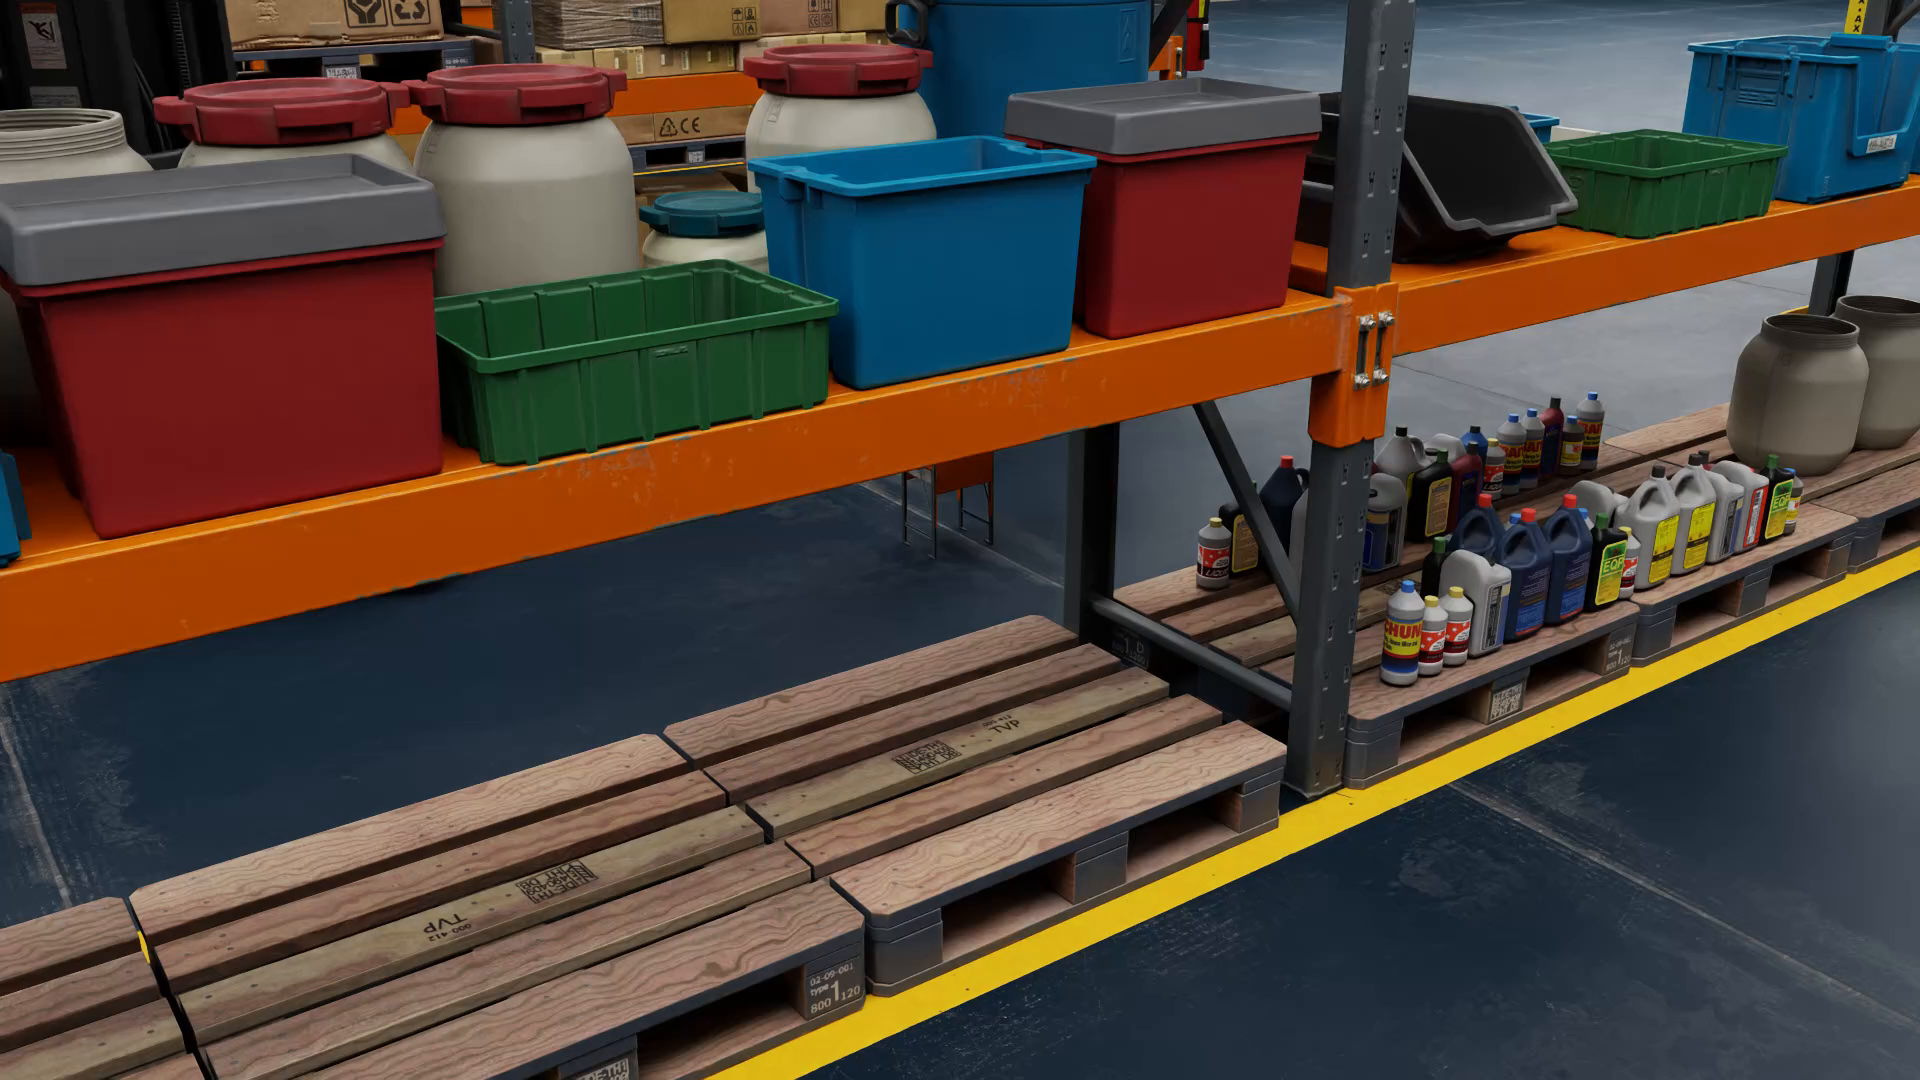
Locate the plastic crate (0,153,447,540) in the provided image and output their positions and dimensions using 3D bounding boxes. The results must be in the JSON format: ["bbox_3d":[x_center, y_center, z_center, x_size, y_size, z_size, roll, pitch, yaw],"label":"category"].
[{"bbox_3d":[-1.113,-0.311,2.543,0.583,0.464,0.402,-15,26,-33],"label":"plastic crate"}]

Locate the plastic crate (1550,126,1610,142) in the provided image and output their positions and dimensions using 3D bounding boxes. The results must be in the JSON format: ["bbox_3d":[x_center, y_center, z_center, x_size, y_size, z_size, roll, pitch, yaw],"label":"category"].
[{"bbox_3d":[1.814,-1.195,5.200,0.437,0.136,0.530,-15,26,-33],"label":"plastic crate"}]

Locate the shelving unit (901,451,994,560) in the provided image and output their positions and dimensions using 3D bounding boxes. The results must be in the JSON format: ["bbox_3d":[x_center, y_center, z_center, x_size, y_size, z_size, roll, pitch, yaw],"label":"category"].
[{"bbox_3d":[-0.043,-0.476,5.673,0.252,1.050,0.215,-15,26,-33],"label":"shelving unit"}]

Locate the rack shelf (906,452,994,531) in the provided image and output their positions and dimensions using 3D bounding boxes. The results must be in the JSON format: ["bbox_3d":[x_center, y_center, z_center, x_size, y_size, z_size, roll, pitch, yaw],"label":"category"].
[{"bbox_3d":[-0.043,-0.208,5.780,0.240,0.259,0.215,-15,26,-33],"label":"rack shelf"}]

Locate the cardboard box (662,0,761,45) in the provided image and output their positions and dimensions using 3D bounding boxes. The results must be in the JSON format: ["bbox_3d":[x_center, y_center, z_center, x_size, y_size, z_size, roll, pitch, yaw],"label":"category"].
[{"bbox_3d":[-1.421,-2.741,8.182,0.500,0.500,0.875,-15,26,-33],"label":"cardboard box"}]

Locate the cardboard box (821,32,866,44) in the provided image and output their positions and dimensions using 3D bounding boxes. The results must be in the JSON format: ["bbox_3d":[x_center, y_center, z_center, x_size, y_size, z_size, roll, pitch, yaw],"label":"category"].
[{"bbox_3d":[-0.689,-2.548,8.573,0.250,0.149,0.380,-15,26,-33],"label":"cardboard box"}]

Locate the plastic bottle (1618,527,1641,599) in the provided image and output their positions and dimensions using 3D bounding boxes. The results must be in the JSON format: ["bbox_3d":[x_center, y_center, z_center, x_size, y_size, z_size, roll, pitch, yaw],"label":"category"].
[{"bbox_3d":[1.938,0.061,4.879,0.097,0.201,0.097,0,22,0],"label":"plastic bottle"}]

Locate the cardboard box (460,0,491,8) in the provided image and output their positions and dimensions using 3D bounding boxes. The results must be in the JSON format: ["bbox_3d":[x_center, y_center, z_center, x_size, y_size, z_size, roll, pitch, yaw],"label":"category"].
[{"bbox_3d":[-3.831,-4.254,12.308,0.550,0.550,0.875,-15,26,-33],"label":"cardboard box"}]

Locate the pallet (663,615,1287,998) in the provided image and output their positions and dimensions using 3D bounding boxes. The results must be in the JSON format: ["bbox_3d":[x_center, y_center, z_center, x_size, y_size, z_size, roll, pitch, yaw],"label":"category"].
[{"bbox_3d":[0.029,0.587,4.141,1.213,0.211,1.003,-15,26,-33],"label":"pallet"}]

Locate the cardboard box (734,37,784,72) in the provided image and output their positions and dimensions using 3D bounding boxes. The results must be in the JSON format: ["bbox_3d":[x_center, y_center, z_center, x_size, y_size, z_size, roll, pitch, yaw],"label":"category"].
[{"bbox_3d":[-1.077,-2.431,8.279,0.250,0.149,0.380,-15,26,-33],"label":"cardboard box"}]

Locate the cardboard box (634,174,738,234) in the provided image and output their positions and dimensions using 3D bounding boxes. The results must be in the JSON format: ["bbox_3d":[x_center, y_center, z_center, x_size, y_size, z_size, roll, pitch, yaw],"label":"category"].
[{"bbox_3d":[-1.441,-1.615,8.702,0.500,0.500,0.500,-7,23,-16],"label":"cardboard box"}]

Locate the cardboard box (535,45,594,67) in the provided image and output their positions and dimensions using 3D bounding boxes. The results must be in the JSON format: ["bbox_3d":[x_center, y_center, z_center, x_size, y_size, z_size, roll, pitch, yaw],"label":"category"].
[{"bbox_3d":[-1.899,-2.219,7.750,0.250,0.149,0.380,-15,26,-33],"label":"cardboard box"}]

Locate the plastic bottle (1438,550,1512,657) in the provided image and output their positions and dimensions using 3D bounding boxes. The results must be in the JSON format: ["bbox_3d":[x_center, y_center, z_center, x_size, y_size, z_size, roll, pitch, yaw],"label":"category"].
[{"bbox_3d":[1.405,0.156,4.541,0.135,0.276,0.152,-14,26,-31],"label":"plastic bottle"}]

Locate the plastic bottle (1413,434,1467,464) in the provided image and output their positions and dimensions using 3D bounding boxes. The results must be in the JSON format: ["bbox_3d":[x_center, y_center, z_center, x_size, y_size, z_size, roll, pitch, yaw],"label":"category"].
[{"bbox_3d":[1.550,-0.201,5.433,0.135,0.276,0.152,-14,26,-32],"label":"plastic bottle"}]

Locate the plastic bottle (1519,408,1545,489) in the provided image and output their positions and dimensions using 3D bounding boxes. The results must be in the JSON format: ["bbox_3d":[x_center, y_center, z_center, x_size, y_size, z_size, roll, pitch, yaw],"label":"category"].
[{"bbox_3d":[1.959,-0.320,5.738,0.097,0.271,0.097,0,22,0],"label":"plastic bottle"}]

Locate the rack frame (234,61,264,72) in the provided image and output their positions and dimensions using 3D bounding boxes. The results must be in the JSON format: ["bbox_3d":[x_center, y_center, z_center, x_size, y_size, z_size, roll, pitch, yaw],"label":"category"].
[{"bbox_3d":[-5.064,-3.894,11.608,0.127,3.000,1.000,-15,26,-33],"label":"rack frame"}]

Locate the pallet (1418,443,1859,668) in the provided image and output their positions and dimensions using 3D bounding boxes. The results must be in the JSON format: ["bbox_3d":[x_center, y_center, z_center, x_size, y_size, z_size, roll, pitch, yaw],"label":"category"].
[{"bbox_3d":[2.204,0.007,5.594,1.213,0.211,1.003,-15,26,-33],"label":"pallet"}]

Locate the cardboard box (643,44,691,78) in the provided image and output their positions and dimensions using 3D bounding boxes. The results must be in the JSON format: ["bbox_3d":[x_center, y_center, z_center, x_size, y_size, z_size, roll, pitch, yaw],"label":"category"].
[{"bbox_3d":[-1.502,-2.332,8.032,0.250,0.149,0.380,-15,26,-33],"label":"cardboard box"}]

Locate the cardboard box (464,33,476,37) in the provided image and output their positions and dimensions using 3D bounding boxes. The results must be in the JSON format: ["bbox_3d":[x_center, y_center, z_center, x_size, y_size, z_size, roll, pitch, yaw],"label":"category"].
[{"bbox_3d":[-3.783,-3.414,12.704,0.875,0.875,0.875,-15,26,-32],"label":"cardboard box"}]

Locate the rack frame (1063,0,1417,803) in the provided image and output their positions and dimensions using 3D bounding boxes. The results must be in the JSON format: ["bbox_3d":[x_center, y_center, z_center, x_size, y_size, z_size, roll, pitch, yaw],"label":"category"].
[{"bbox_3d":[0.644,-0.890,4.079,0.127,3.000,1.000,-15,26,-33],"label":"rack frame"}]

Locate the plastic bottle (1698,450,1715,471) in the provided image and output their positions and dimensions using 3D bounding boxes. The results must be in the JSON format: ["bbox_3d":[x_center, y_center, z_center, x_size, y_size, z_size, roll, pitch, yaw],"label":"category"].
[{"bbox_3d":[2.372,-0.155,5.308,0.133,0.283,0.061,-15,26,-33],"label":"plastic bottle"}]

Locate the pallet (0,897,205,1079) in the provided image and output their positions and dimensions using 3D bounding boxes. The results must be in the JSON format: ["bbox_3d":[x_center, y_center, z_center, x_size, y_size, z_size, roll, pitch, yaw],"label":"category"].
[{"bbox_3d":[-1.952,1.115,2.817,1.213,0.211,1.003,-15,26,-33],"label":"pallet"}]

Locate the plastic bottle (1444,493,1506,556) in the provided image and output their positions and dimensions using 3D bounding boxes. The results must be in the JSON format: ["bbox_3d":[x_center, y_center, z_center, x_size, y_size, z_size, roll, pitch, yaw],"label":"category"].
[{"bbox_3d":[1.457,0.043,4.722,0.185,0.351,0.144,-15,26,-33],"label":"plastic bottle"}]

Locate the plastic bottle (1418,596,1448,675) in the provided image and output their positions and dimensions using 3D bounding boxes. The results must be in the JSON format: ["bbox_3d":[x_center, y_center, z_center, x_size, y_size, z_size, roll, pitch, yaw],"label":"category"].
[{"bbox_3d":[1.241,0.246,4.414,0.097,0.201,0.097,0,22,0],"label":"plastic bottle"}]

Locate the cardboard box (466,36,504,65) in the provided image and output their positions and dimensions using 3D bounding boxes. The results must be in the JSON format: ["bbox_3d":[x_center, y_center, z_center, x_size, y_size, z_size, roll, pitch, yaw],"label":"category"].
[{"bbox_3d":[-2.246,-2.398,8.198,0.250,0.149,0.380,-15,26,-33],"label":"cardboard box"}]

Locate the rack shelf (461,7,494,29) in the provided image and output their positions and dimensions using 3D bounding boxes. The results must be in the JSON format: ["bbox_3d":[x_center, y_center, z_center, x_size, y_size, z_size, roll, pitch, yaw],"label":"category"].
[{"bbox_3d":[-3.440,-3.993,12.826,4.000,0.370,1.077,-15,26,-33],"label":"rack shelf"}]

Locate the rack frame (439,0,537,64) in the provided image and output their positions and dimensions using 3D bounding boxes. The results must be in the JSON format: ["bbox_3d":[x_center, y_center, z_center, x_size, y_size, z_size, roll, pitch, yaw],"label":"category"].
[{"bbox_3d":[-2.249,-2.380,7.813,0.127,3.000,1.000,-15,26,-33],"label":"rack frame"}]

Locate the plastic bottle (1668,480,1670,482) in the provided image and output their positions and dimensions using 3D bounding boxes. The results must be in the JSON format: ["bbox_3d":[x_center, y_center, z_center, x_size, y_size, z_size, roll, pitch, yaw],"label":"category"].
[{"bbox_3d":[2.235,-0.088,5.252,0.097,0.201,0.097,0,22,0],"label":"plastic bottle"}]

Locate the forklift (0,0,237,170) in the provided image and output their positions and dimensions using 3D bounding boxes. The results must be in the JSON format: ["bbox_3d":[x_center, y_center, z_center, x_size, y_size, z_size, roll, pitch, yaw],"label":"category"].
[{"bbox_3d":[-3.189,-1.366,5.364,3.031,2.935,1.130,0,22,0],"label":"forklift"}]

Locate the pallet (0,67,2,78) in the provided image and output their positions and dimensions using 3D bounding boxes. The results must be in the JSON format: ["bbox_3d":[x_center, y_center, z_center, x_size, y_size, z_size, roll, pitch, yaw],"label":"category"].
[{"bbox_3d":[-3.913,-1.866,6.784,1.213,0.211,1.003,-15,26,-33],"label":"pallet"}]

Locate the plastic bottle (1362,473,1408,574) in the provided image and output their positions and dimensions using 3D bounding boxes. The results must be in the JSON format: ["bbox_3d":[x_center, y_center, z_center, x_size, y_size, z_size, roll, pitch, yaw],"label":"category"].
[{"bbox_3d":[1.261,-0.058,5.075,0.135,0.276,0.152,-15,26,-33],"label":"plastic bottle"}]

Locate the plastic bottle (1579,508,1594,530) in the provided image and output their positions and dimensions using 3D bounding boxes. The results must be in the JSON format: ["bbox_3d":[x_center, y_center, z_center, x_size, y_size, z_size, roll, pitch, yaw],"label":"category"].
[{"bbox_3d":[1.792,0.039,4.839,0.097,0.271,0.097,0,22,0],"label":"plastic bottle"}]

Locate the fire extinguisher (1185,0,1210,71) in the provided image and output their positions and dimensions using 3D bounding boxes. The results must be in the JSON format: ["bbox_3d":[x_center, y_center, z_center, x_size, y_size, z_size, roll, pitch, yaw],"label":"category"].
[{"bbox_3d":[1.360,-3.096,9.712,0.183,0.674,0.296,-15,26,-33],"label":"fire extinguisher"}]

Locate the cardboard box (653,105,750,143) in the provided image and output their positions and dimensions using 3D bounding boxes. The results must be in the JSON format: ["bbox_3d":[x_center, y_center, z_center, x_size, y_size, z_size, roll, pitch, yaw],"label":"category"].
[{"bbox_3d":[-2.329,-3.801,13.676,0.875,0.875,0.875,-15,26,-33],"label":"cardboard box"}]

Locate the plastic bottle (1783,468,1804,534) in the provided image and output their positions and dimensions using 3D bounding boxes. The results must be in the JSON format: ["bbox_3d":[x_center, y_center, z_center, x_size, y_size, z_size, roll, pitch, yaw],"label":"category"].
[{"bbox_3d":[2.656,-0.131,5.359,0.097,0.201,0.097,0,22,0],"label":"plastic bottle"}]

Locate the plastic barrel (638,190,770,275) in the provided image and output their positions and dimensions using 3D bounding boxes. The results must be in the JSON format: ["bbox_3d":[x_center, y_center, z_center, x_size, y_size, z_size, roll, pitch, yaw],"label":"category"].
[{"bbox_3d":[-0.520,-0.585,3.502,0.301,0.262,0.301,0,22,0],"label":"plastic barrel"}]

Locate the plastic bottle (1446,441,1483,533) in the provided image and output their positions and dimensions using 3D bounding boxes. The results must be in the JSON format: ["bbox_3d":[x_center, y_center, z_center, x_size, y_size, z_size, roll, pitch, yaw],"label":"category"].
[{"bbox_3d":[1.613,-0.172,5.352,0.133,0.283,0.061,-15,26,-33],"label":"plastic bottle"}]

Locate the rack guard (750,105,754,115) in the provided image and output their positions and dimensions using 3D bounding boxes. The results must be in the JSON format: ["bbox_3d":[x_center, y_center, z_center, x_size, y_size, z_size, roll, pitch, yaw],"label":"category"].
[{"bbox_3d":[-1.797,-3.604,14.254,0.348,0.500,1.175,-15,26,-33],"label":"rack guard"}]

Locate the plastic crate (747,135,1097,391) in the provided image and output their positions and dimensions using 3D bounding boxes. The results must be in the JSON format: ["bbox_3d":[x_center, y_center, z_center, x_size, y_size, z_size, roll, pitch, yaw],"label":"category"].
[{"bbox_3d":[-0.070,-0.550,3.249,0.575,0.384,0.392,-15,26,-33],"label":"plastic crate"}]

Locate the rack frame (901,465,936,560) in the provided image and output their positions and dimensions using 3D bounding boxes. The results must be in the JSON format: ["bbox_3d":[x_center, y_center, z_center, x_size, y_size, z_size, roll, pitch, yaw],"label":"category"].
[{"bbox_3d":[-0.142,-0.450,5.607,0.008,1.050,0.200,-15,26,-33],"label":"rack frame"}]

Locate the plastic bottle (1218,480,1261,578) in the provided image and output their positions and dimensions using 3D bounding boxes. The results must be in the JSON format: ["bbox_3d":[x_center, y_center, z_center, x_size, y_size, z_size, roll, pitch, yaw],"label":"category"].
[{"bbox_3d":[0.841,-0.036,5.011,0.133,0.283,0.061,-13,25,-30],"label":"plastic bottle"}]

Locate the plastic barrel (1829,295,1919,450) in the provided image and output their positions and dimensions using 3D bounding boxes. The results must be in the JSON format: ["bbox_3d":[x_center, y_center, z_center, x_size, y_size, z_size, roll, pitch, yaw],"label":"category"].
[{"bbox_3d":[3.401,-0.630,6.217,0.421,0.512,0.421,0,22,0],"label":"plastic barrel"}]

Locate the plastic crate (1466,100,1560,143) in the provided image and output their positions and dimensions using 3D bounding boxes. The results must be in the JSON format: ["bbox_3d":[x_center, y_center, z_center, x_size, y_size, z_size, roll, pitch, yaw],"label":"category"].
[{"bbox_3d":[1.383,-1.142,4.912,0.616,0.251,0.499,-15,26,-33],"label":"plastic crate"}]

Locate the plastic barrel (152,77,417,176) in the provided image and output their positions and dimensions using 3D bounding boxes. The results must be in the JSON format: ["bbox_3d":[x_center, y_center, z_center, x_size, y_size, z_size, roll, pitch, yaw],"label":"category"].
[{"bbox_3d":[-1.208,-0.559,3.068,0.433,0.535,0.433,0,22,0],"label":"plastic barrel"}]

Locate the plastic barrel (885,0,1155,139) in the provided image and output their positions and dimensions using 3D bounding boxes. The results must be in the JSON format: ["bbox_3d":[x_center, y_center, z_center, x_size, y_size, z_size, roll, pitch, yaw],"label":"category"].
[{"bbox_3d":[0.153,-1.130,4.005,0.708,0.901,0.600,-15,26,-33],"label":"plastic barrel"}]

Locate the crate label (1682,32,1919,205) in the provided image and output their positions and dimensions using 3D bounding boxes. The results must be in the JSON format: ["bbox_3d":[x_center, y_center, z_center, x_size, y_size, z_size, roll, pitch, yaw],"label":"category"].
[{"bbox_3d":[2.554,-1.292,5.040,0.616,0.435,0.502,-15,26,-33],"label":"crate label"}]

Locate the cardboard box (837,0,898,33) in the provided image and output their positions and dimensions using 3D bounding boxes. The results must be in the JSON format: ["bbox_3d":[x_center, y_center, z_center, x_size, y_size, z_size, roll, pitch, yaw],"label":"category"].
[{"bbox_3d":[-0.644,-2.975,8.769,0.500,0.500,0.875,-15,26,-33],"label":"cardboard box"}]

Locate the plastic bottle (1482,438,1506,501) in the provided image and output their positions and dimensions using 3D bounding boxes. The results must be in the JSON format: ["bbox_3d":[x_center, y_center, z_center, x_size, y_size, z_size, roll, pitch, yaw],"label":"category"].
[{"bbox_3d":[1.797,-0.244,5.643,0.097,0.201,0.097,0,22,0],"label":"plastic bottle"}]

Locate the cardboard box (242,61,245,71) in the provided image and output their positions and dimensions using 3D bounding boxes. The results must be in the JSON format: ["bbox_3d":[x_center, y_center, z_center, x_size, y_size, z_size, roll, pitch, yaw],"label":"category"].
[{"bbox_3d":[-6.972,-4.793,15.993,0.500,0.500,0.500,-14,26,-31],"label":"cardboard box"}]

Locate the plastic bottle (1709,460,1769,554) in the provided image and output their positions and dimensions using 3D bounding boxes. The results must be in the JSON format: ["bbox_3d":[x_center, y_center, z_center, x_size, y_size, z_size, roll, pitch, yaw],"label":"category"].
[{"bbox_3d":[2.435,-0.119,5.229,0.135,0.276,0.152,-15,26,-32],"label":"plastic bottle"}]

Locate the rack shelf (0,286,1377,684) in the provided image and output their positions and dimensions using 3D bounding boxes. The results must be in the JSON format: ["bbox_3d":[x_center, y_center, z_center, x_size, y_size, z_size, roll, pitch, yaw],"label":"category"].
[{"bbox_3d":[-0.980,-0.123,3.128,4.000,0.370,1.077,-15,26,-33],"label":"rack shelf"}]

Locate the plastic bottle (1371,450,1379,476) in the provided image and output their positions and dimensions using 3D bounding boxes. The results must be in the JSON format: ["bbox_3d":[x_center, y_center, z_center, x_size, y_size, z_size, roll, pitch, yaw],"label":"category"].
[{"bbox_3d":[1.262,-0.148,5.291,0.133,0.283,0.061,-13,25,-29],"label":"plastic bottle"}]

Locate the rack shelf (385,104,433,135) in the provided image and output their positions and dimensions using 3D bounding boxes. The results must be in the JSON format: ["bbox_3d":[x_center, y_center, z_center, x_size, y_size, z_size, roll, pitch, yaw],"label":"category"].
[{"bbox_3d":[-3.873,-1.613,6.862,4.000,0.370,1.077,-15,26,-33],"label":"rack shelf"}]

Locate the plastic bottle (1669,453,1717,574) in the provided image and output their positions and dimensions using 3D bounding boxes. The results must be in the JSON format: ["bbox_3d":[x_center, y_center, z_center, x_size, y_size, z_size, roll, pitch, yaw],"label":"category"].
[{"bbox_3d":[2.190,-0.087,5.047,0.185,0.351,0.144,-14,26,-31],"label":"plastic bottle"}]

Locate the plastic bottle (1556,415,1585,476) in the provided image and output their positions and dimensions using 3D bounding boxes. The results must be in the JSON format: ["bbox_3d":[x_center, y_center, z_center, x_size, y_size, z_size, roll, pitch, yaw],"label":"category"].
[{"bbox_3d":[2.153,-0.339,5.881,0.097,0.201,0.097,0,22,0],"label":"plastic bottle"}]

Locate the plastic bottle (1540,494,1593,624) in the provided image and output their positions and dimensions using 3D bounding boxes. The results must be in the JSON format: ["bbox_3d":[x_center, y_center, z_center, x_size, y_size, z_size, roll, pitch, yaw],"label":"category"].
[{"bbox_3d":[1.694,0.045,4.716,0.185,0.351,0.144,-16,27,-35],"label":"plastic bottle"}]
